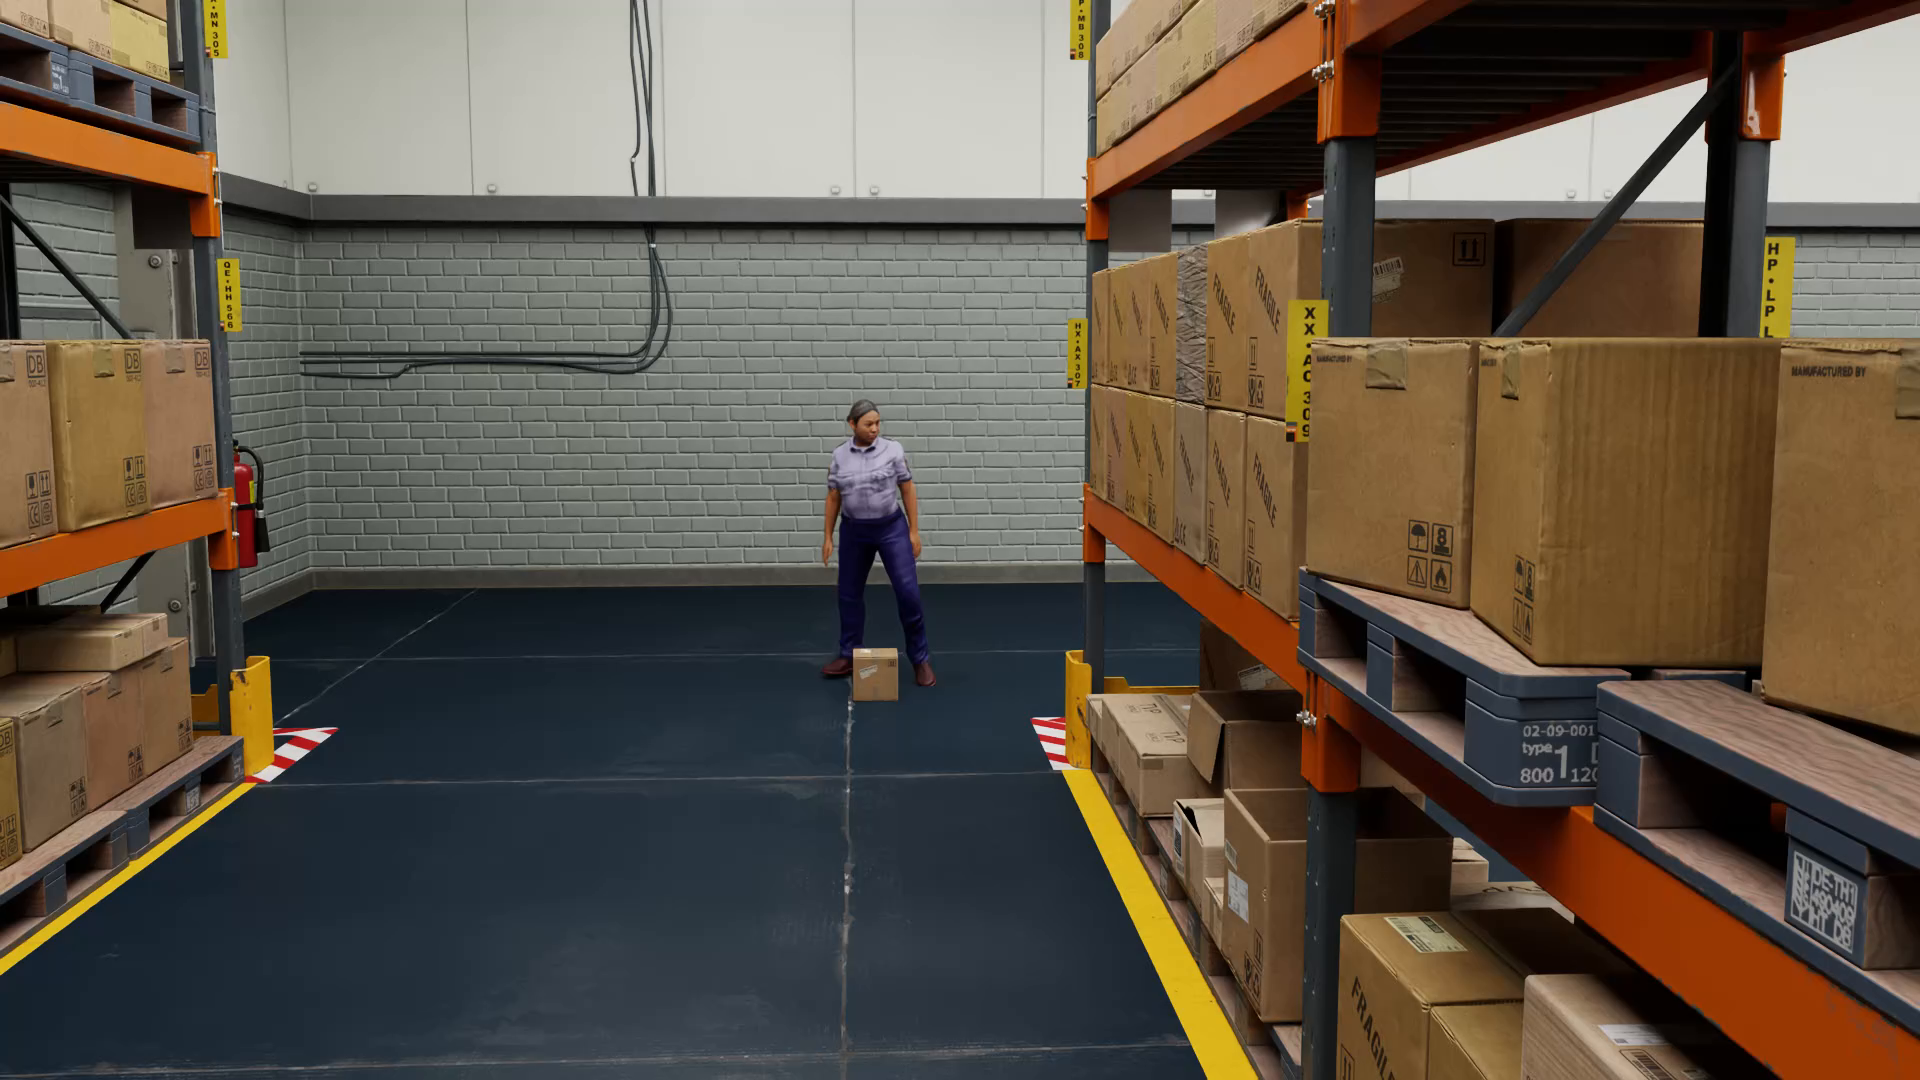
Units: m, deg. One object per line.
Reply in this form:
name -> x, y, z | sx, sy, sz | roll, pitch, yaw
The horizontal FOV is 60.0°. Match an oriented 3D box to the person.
person -> -0.467, 0.014, 9.734 | 0.718, 1.675, 0.389 | 2, 7, 14
